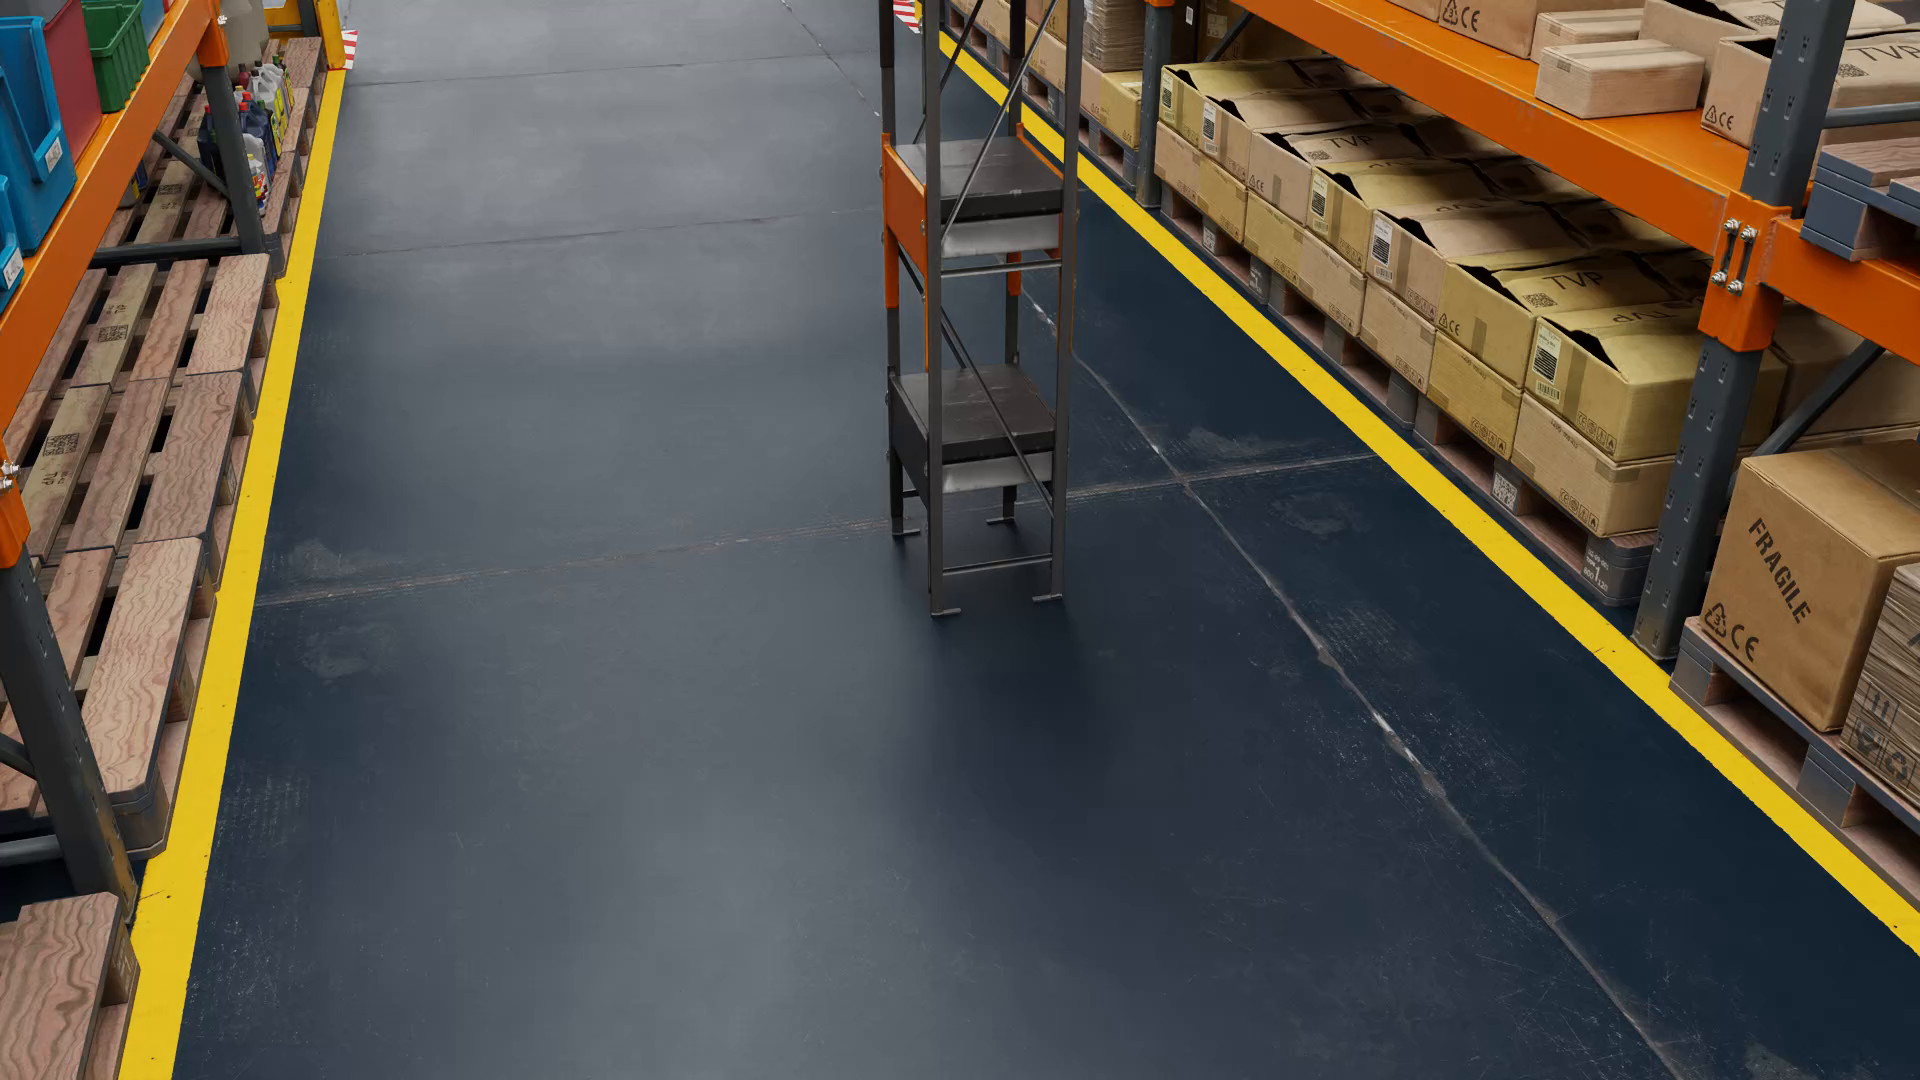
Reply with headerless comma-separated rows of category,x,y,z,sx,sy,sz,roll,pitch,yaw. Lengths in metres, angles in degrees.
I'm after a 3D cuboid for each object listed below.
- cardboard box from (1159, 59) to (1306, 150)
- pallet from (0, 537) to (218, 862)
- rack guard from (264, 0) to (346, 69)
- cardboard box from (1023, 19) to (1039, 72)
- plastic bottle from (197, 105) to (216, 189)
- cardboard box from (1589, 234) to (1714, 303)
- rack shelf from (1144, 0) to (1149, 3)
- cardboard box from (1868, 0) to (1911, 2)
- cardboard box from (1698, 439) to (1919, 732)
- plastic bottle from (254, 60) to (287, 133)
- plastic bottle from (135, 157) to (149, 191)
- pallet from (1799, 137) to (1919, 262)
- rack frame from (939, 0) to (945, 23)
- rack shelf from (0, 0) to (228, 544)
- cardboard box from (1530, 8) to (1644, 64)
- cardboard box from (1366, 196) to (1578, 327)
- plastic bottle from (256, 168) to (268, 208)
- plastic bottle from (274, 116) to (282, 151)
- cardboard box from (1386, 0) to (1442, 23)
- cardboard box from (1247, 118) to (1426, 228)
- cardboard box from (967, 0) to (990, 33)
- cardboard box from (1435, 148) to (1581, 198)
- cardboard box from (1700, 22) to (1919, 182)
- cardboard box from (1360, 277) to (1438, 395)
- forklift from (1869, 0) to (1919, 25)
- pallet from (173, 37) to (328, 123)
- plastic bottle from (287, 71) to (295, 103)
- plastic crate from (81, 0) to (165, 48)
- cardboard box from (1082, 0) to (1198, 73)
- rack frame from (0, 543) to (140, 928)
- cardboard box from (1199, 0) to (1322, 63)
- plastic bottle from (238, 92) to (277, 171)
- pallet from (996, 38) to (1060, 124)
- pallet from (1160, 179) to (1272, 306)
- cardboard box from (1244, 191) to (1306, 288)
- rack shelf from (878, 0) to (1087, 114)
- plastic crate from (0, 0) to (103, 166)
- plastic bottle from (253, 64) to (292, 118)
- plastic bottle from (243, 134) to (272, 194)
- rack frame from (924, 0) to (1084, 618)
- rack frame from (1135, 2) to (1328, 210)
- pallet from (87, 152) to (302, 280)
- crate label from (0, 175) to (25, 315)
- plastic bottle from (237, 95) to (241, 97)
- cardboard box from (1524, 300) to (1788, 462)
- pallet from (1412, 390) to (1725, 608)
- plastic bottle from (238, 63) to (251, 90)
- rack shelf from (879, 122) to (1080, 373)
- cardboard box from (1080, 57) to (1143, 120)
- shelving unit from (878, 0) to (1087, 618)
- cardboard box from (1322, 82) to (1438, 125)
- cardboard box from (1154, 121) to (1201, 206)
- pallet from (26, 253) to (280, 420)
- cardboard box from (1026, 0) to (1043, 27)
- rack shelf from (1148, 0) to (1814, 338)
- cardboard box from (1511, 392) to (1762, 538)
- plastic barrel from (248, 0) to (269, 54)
cardboard box,1.220,-1.981,7.444,0.500,0.311,0.500,-8,31,-13
pallet,-2.533,0.437,4.284,1.003,0.211,1.213,-8,31,-13
rack guard,-4.422,-3.142,10.179,1.175,0.500,0.348,-8,31,-13
cardboard box,0.613,-2.889,9.573,0.500,0.250,0.500,-8,31,-13
plastic bottle,-3.379,-1.792,7.557,0.144,0.351,0.185,-8,31,-13
cardboard box,2.409,-0.826,5.449,0.500,0.311,0.500,-9,31,-15
rack shelf,0.820,-3.634,9.252,1.077,0.370,4.000,-8,31,-13
cardboard box,5.812,-3.244,9.917,0.500,0.500,0.500,-10,32,-17
cardboard box,2.258,0.102,4.135,0.500,0.500,0.500,-7,31,-11
plastic bottle,-3.452,-2.198,8.258,0.144,0.351,0.185,-7,31,-11
plastic bottle,-3.790,-1.731,7.526,0.152,0.276,0.135,-8,31,-13
pallet,2.660,-0.646,3.563,1.213,0.211,1.003,-8,31,-13
rack frame,0.289,-4.911,10.740,1.000,3.000,0.127,-8,31,-13
rack shelf,-2.895,-1.045,4.779,1.077,0.370,4.000,-8,31,-13
cardboard box,2.020,-1.547,5.179,0.380,0.149,0.250,-6,31,-10
cardboard box,1.760,-0.996,5.743,0.500,0.311,0.500,-8,31,-14
plastic bottle,-3.115,-1.563,7.310,0.097,0.201,0.097,0,30,0
plastic bottle,-3.343,-1.978,8.027,0.097,0.201,0.097,0,30,0
cardboard box,1.812,-2.153,5.875,0.500,0.500,0.500,-8,31,-13
cardboard box,1.487,-1.489,6.593,0.500,0.311,0.500,-9,31,-15
cardboard box,0.353,-3.373,10.409,0.500,0.250,0.500,-8,31,-13
cardboard box,2.139,-1.321,6.304,0.500,0.311,0.500,-8,31,-14
cardboard box,2.358,-1.190,4.401,0.500,0.311,0.500,-6,31,-10
cardboard box,1.767,-0.752,5.881,0.500,0.250,0.500,-7,31,-12
forklift,4.353,-1.902,5.610,1.130,2.935,3.031,-7,31,-12
pallet,-4.212,-2.624,9.572,1.003,0.211,1.213,-8,31,-13
plastic bottle,-3.578,-2.405,8.765,0.097,0.201,0.097,0,30,0
plastic crate,-2.833,-1.824,5.423,0.392,0.384,0.575,-8,31,-13
cardboard box,0.895,-2.733,8.555,0.500,0.500,0.500,-8,31,-13
rack frame,-2.364,-0.390,2.930,1.000,3.000,0.127,-8,31,-13
cardboard box,1.529,-2.561,8.257,0.500,0.500,0.500,-8,31,-13
plastic bottle,-3.290,-1.902,7.748,0.144,0.351,0.185,-9,31,-15
pallet,0.853,-2.752,9.794,1.003,0.211,1.213,-8,31,-13
pallet,1.584,-1.422,7.495,1.003,0.211,1.213,-8,31,-13
cardboard box,1.493,-1.246,6.734,0.500,0.250,0.500,-9,31,-15
rack shelf,0.044,-1.423,4.242,0.431,0.518,0.480,-8,31,-13
plastic crate,-2.498,-1.239,4.333,0.402,0.464,0.583,-8,31,-13
plastic bottle,-3.537,-2.312,8.529,0.152,0.276,0.135,-8,31,-13
plastic bottle,-3.200,-1.699,7.470,0.152,0.276,0.135,-7,31,-11
rack frame,0.109,-0.711,4.382,0.400,2.100,0.015,-8,31,-13
rack frame,1.351,-2.979,7.403,1.000,3.000,0.127,-8,31,-13
pallet,-3.564,-1.445,7.536,1.003,0.211,1.213,-8,31,-13
crate label,-2.115,-0.571,3.410,0.303,0.233,0.416,-8,31,-13
plastic bottle,-3.557,-2.096,8.231,0.097,0.201,0.097,0,30,0
cardboard box,2.036,-0.502,4.889,0.500,0.311,0.500,-7,31,-12
pallet,2.231,-0.243,5.459,1.003,0.211,1.213,-8,31,-13
plastic bottle,-3.640,-2.300,8.503,0.061,0.283,0.133,-8,31,-13
rack shelf,0.044,-0.817,4.593,0.431,0.518,0.480,-8,31,-13
cardboard box,0.894,-2.409,8.742,0.500,0.250,0.500,-8,31,-13
shelving unit,0.044,-0.829,4.586,0.431,2.100,0.503,-8,31,-13
cardboard box,1.879,-1.806,7.141,0.500,0.311,0.500,-7,31,-12
cardboard box,1.219,-1.743,7.593,0.500,0.250,0.500,-9,31,-14
pallet,-3.180,-0.741,6.320,1.003,0.211,1.213,-8,31,-13
cardboard box,0.612,-3.214,9.385,0.500,0.500,0.500,-8,31,-13
rack shelf,1.882,-1.702,5.914,1.077,0.370,4.000,-8,31,-13
cardboard box,2.038,-0.261,5.031,0.500,0.250,0.500,-7,31,-12
plastic barrel,-4.239,-3.052,9.592,0.421,0.512,0.421,0,30,0
